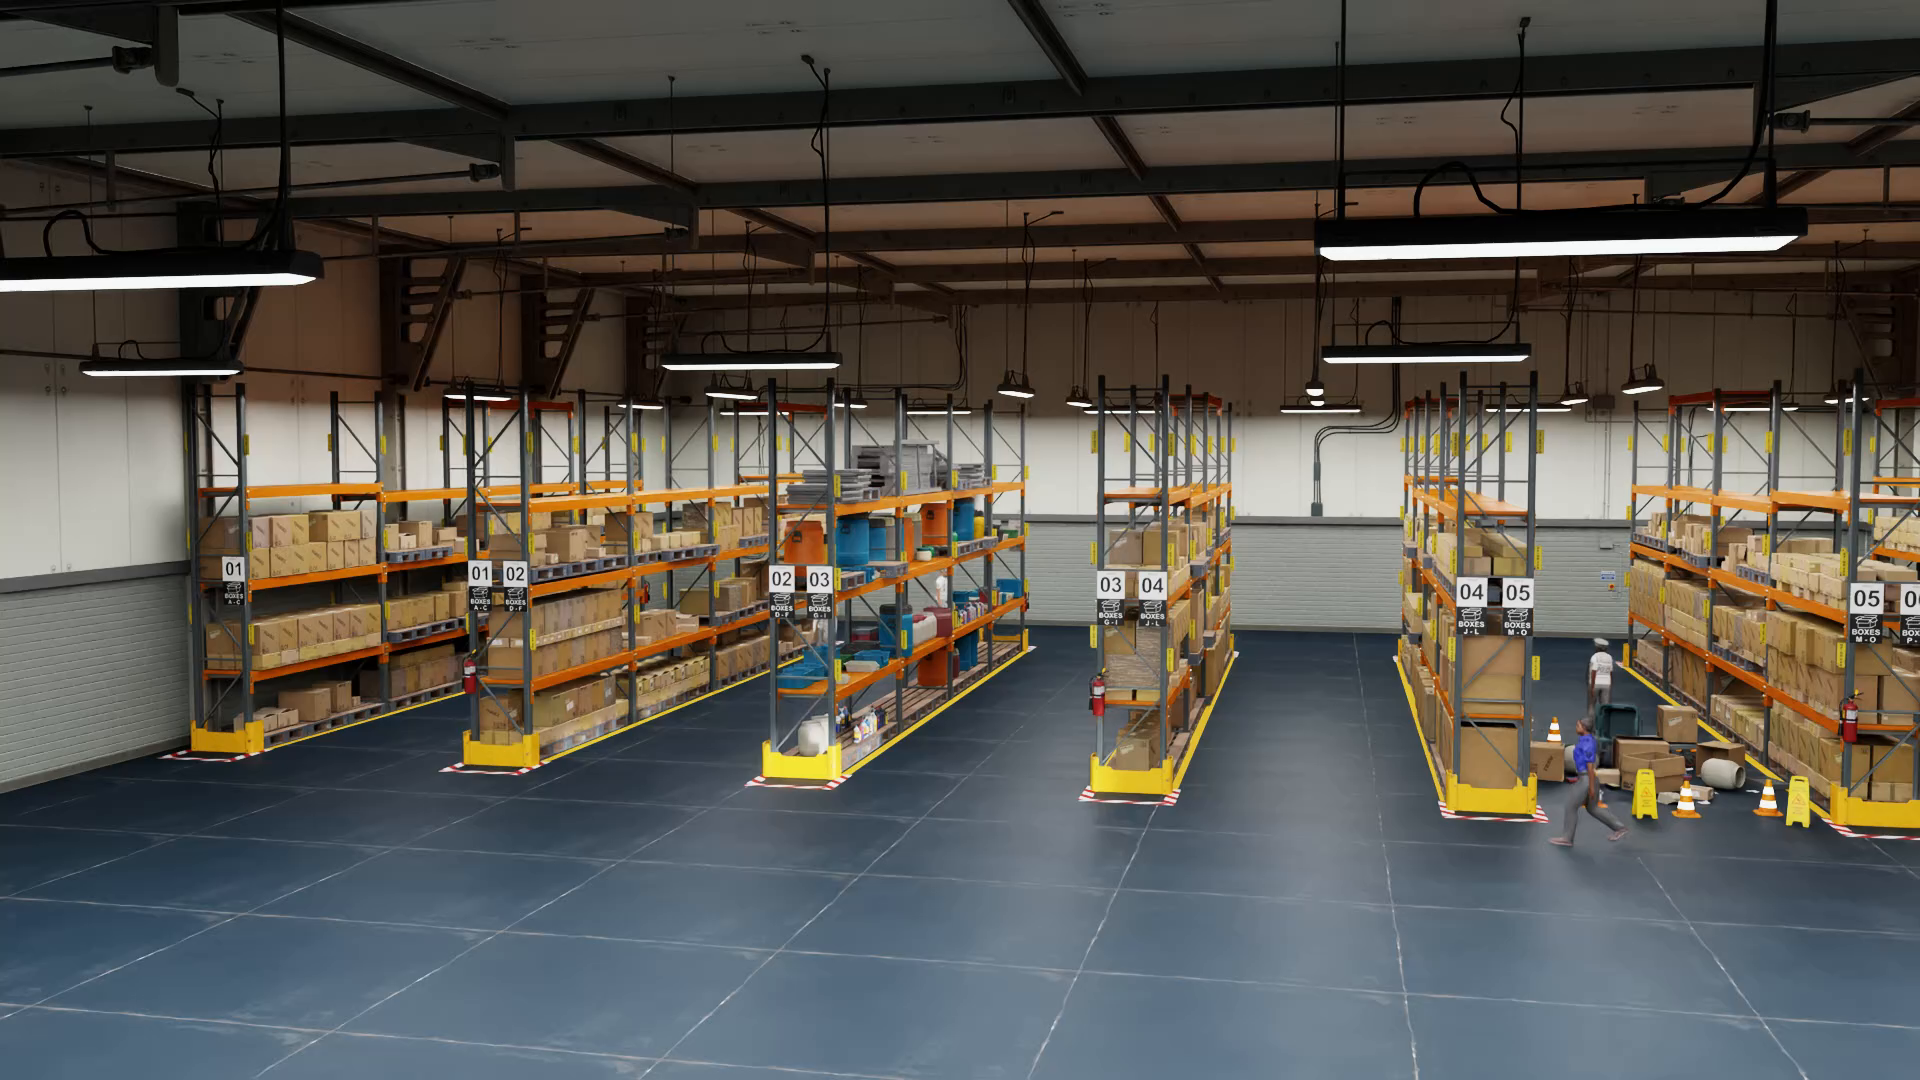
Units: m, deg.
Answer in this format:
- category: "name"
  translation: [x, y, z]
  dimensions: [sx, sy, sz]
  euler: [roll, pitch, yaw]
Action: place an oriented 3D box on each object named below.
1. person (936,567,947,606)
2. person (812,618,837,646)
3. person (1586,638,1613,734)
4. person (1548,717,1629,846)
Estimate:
- category: "person"
  translation: [-0.440, 1.590, 44.011]
  dimensions: [0.501, 1.772, 0.562]
  euler: [1, 3, 9]
- category: "person"
  translation: [-3.031, 1.887, 36.988]
  dimensions: [0.481, 1.454, 1.041]
  euler: [1, 3, 16]
- category: "person"
  translation: [10.992, 2.560, 28.548]
  dimensions: [0.452, 1.733, 0.595]
  euler: [0, 3, 7]
- category: "person"
  translation: [7.831, 3.000, 20.660]
  dimensions: [0.965, 1.607, 0.448]
  euler: [1, 3, 15]
